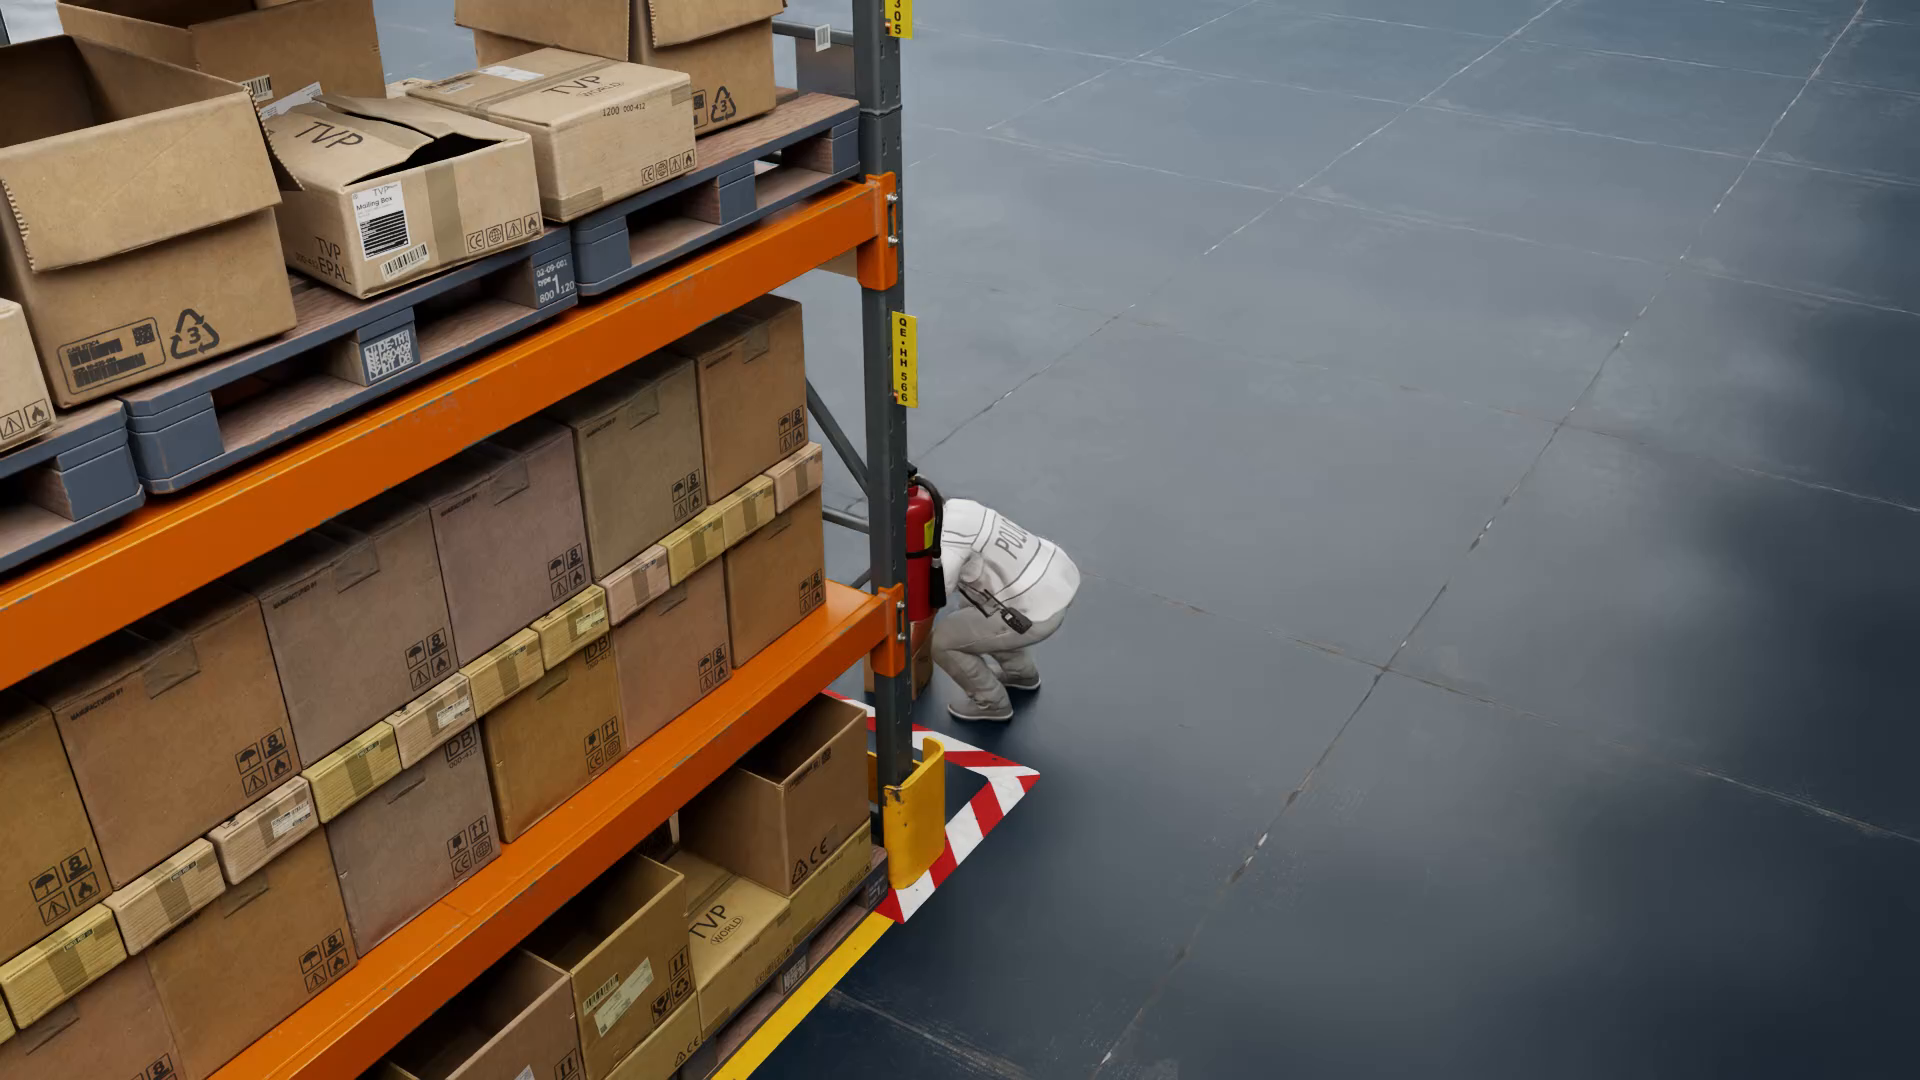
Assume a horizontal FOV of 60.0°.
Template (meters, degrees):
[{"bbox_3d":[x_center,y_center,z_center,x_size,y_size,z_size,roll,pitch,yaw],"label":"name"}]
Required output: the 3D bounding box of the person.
[{"bbox_3d":[0.087,0.267,7.272,0.837,1.067,0.536,10,32,16],"label":"person"}]
